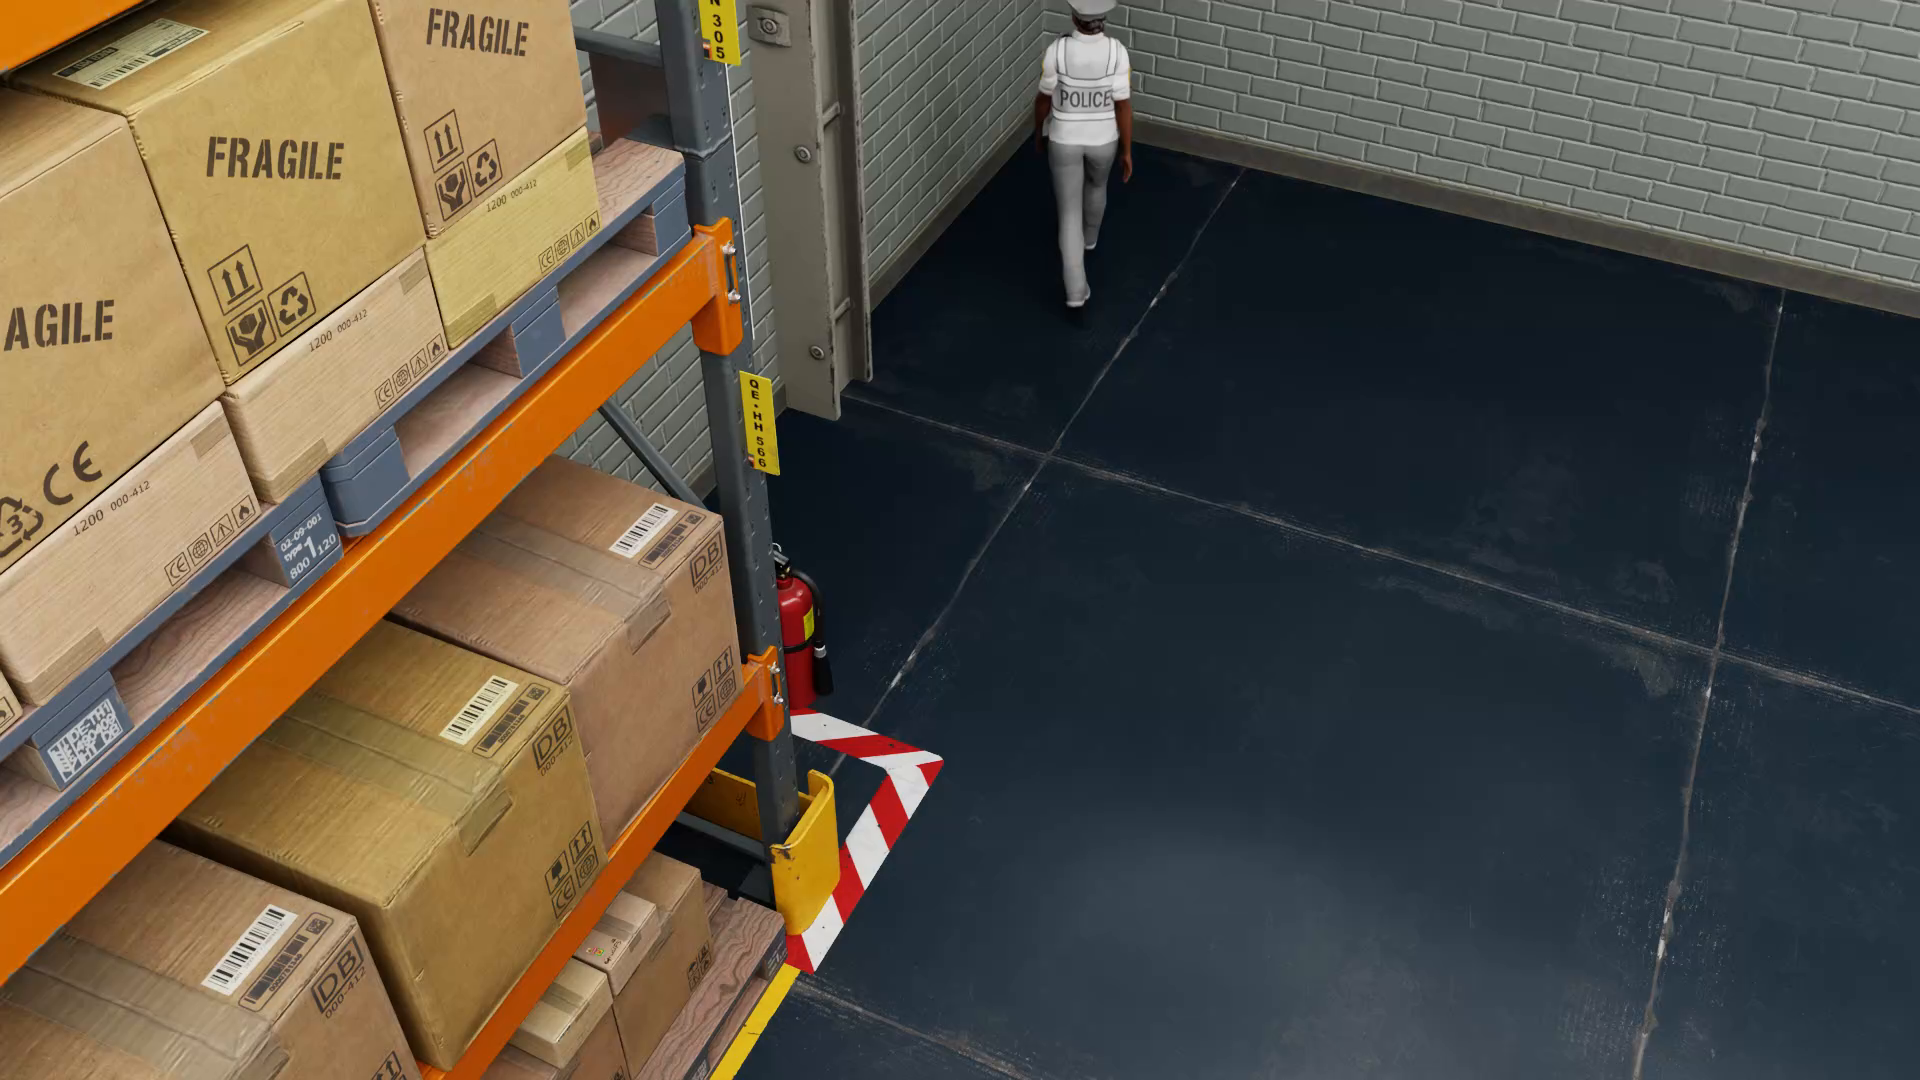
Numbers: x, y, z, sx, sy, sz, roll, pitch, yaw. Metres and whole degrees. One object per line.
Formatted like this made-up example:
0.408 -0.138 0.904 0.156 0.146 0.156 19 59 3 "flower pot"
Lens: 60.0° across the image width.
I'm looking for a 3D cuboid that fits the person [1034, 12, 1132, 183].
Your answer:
0.616 -2.261 8.197 0.489 0.994 0.342 -2 42 -2 "person"
